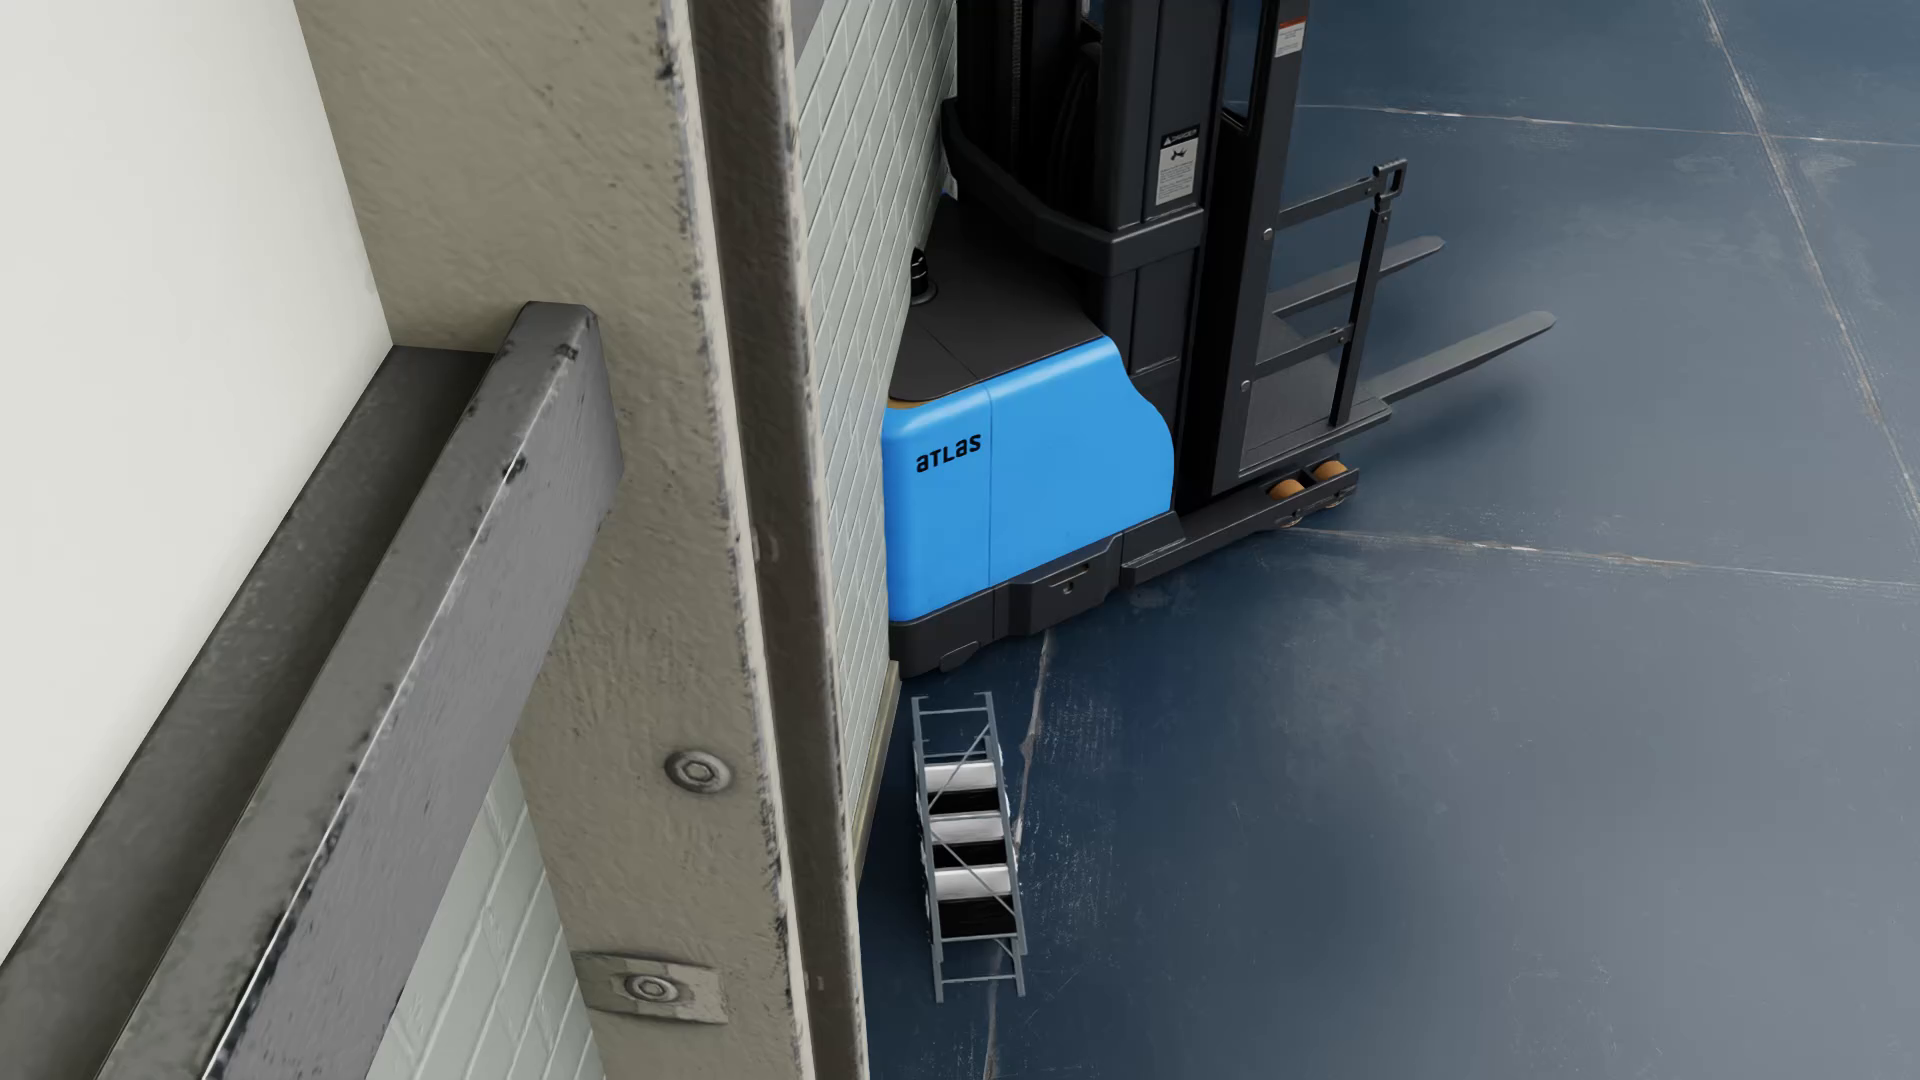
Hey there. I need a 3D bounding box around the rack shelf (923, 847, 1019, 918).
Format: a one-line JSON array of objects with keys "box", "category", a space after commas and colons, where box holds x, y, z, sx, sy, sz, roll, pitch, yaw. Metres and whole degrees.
[{"box": [0.029, 0.947, 4.593, 0.258, 0.200, 0.077, -4, 44, -4], "category": "rack shelf"}]

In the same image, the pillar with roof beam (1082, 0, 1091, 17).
[{"box": [4.712, -5.061, 4.550, 9.100, 9.000, 0.400, 5, 44, 6], "category": "pillar with roof beam"}]

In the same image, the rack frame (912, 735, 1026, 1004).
[{"box": [0.015, 0.919, 4.769, 0.240, 0.006, 0.900, -4, 44, -4], "category": "rack frame"}]

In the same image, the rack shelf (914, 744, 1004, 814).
[{"box": [-0.004, 0.698, 4.852, 0.258, 0.200, 0.077, -4, 44, -4], "category": "rack shelf"}]

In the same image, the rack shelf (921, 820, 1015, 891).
[{"box": [0.020, 0.885, 4.658, 0.258, 0.200, 0.077, -4, 44, -4], "category": "rack shelf"}]

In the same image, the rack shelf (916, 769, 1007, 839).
[{"box": [0.004, 0.760, 4.787, 0.258, 0.200, 0.077, -4, 44, -4], "category": "rack shelf"}]

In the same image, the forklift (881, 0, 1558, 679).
[{"box": [0.804, -1.399, 5.095, 3.031, 2.935, 1.130, -23, 48, -22], "category": "forklift"}]

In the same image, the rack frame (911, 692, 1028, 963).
[{"box": [0.015, 0.772, 4.628, 0.240, 0.006, 0.900, -4, 44, -4], "category": "rack frame"}]

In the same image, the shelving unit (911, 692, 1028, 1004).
[{"box": [0.015, 0.846, 4.699, 0.258, 0.210, 0.900, -4, 44, -4], "category": "shelving unit"}]

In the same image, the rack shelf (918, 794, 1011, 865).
[{"box": [0.012, 0.823, 4.723, 0.258, 0.200, 0.077, -4, 44, -4], "category": "rack shelf"}]

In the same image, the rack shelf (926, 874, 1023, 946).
[{"box": [0.037, 1.009, 4.529, 0.258, 0.200, 0.077, -4, 44, -4], "category": "rack shelf"}]
